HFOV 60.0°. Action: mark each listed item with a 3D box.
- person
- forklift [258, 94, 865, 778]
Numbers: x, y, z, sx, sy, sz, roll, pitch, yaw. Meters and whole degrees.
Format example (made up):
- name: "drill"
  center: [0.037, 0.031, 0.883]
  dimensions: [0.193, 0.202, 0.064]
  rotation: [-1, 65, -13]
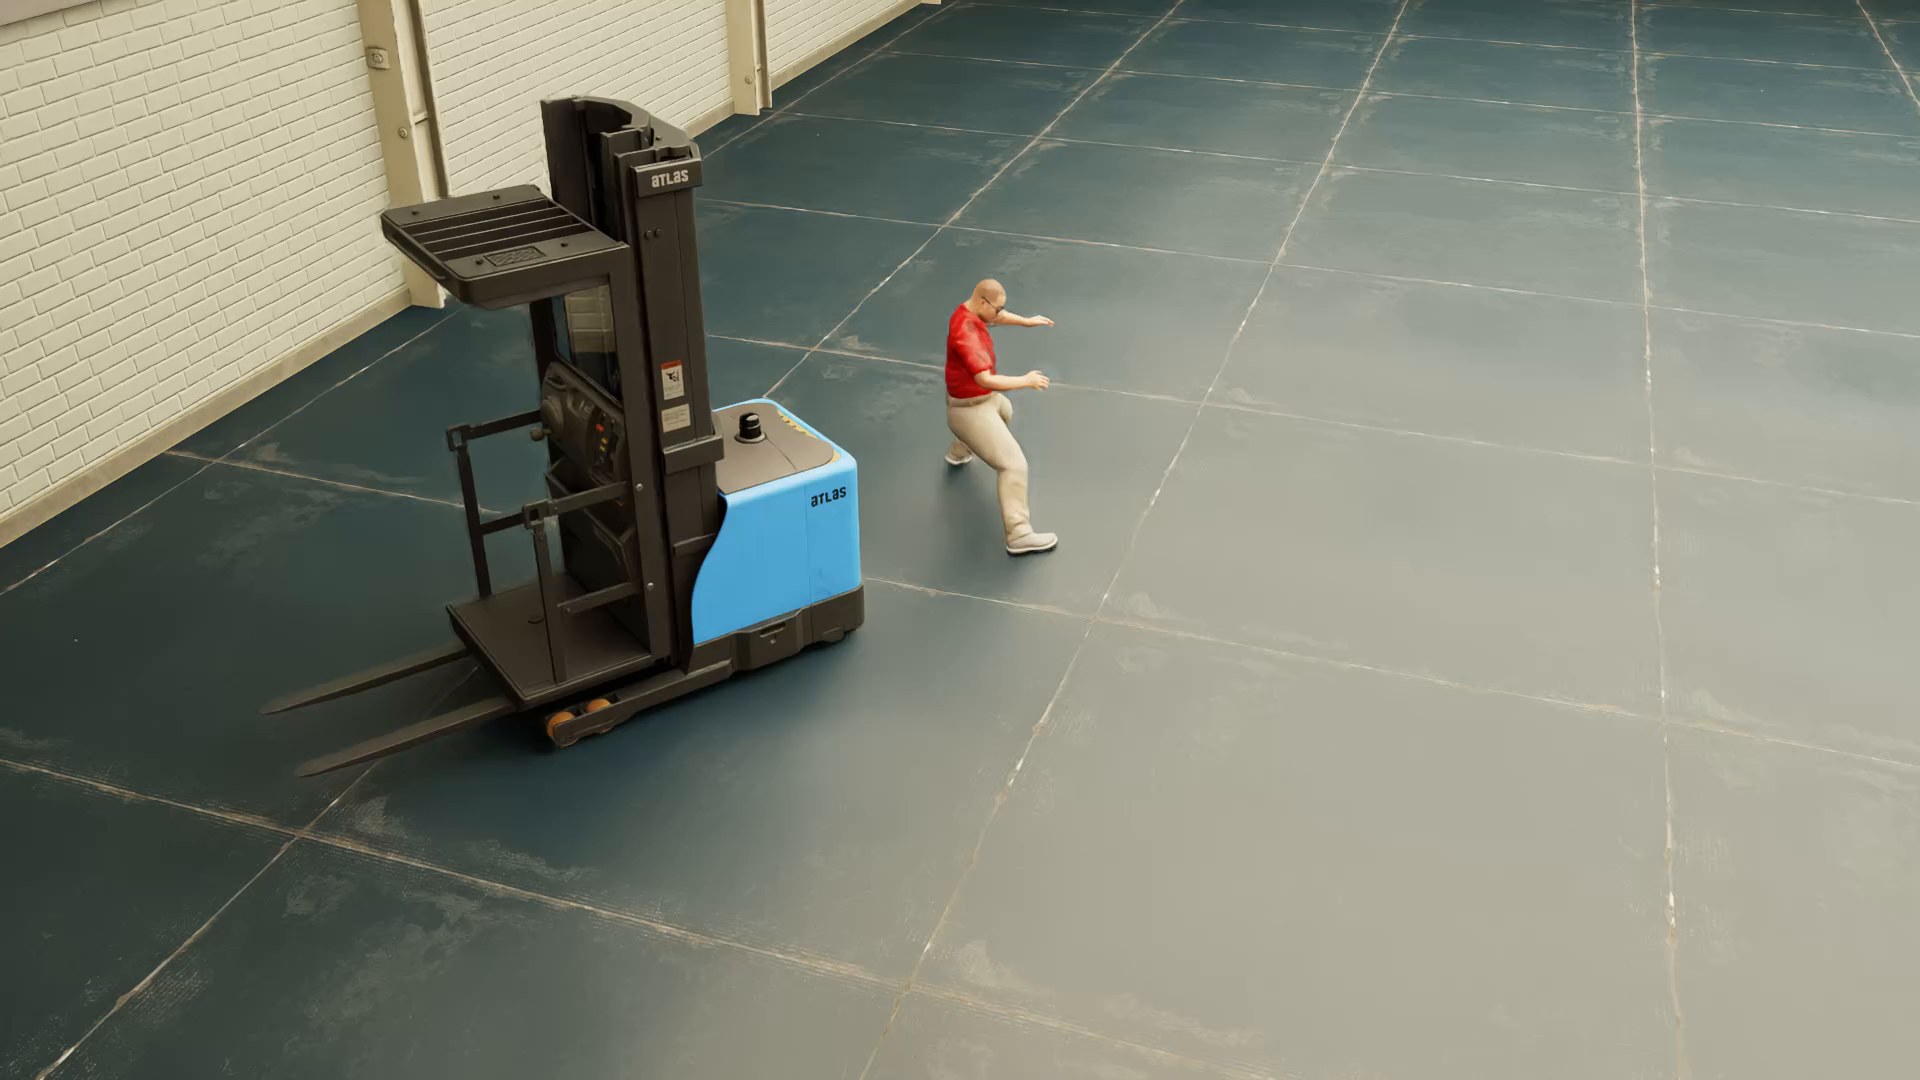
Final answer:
- name: "person"
  center: [0.244, -0.888, 10.123]
  dimensions: [0.712, 1.512, 1.309]
  rotation: [1, 30, 1]
- name: "forklift"
  center: [-2.025, -0.543, 8.090]
  dimensions: [3.031, 2.935, 1.130]
  rotation: [-19, 35, -30]
